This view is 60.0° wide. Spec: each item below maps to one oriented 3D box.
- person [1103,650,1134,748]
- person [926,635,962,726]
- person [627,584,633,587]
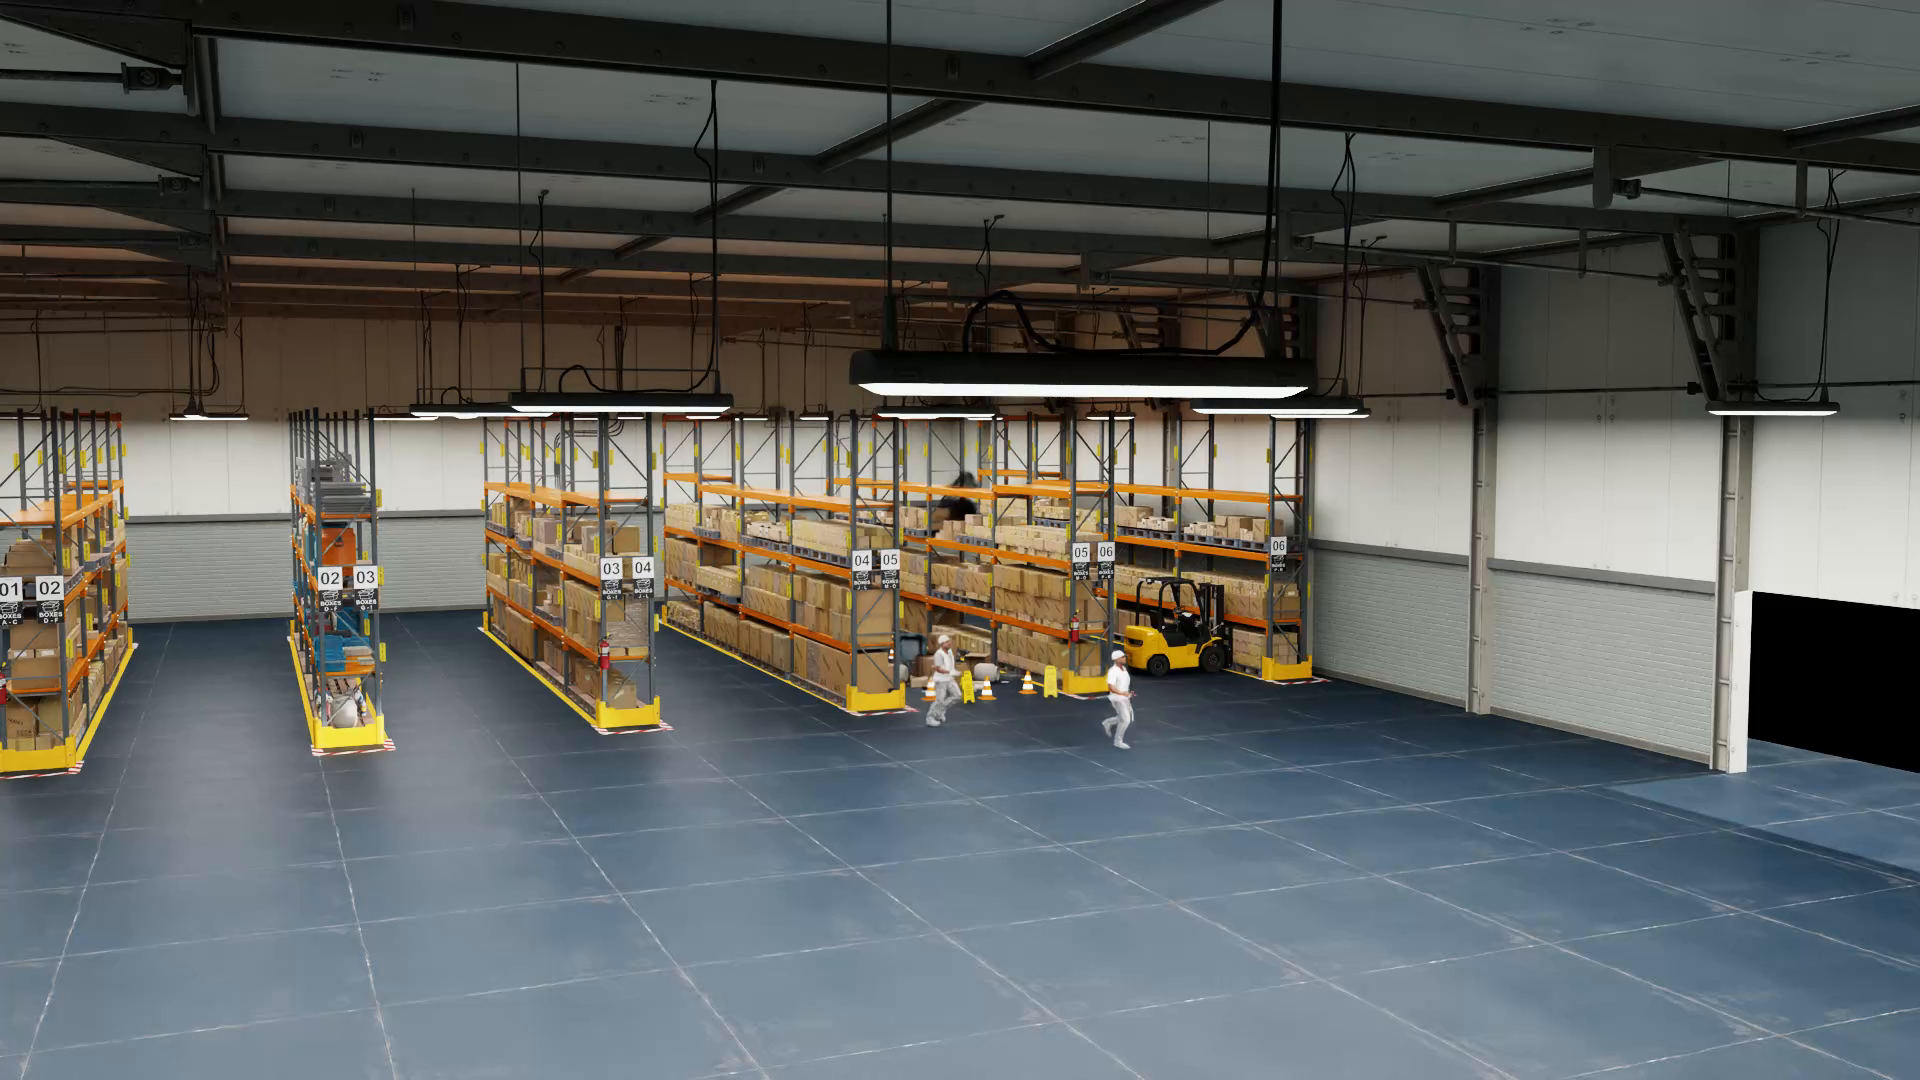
[{"bbox_3d":[2.792,2.808,29.426,0.612,1.725,0.736,2,4,23],"label":"person"},{"bbox_3d":[-0.263,2.639,31.360,0.766,1.727,0.706,2,5,30],"label":"person"},{"bbox_3d":[-9.657,1.580,47.218,0.788,1.677,0.719,0,4,1],"label":"person"}]
